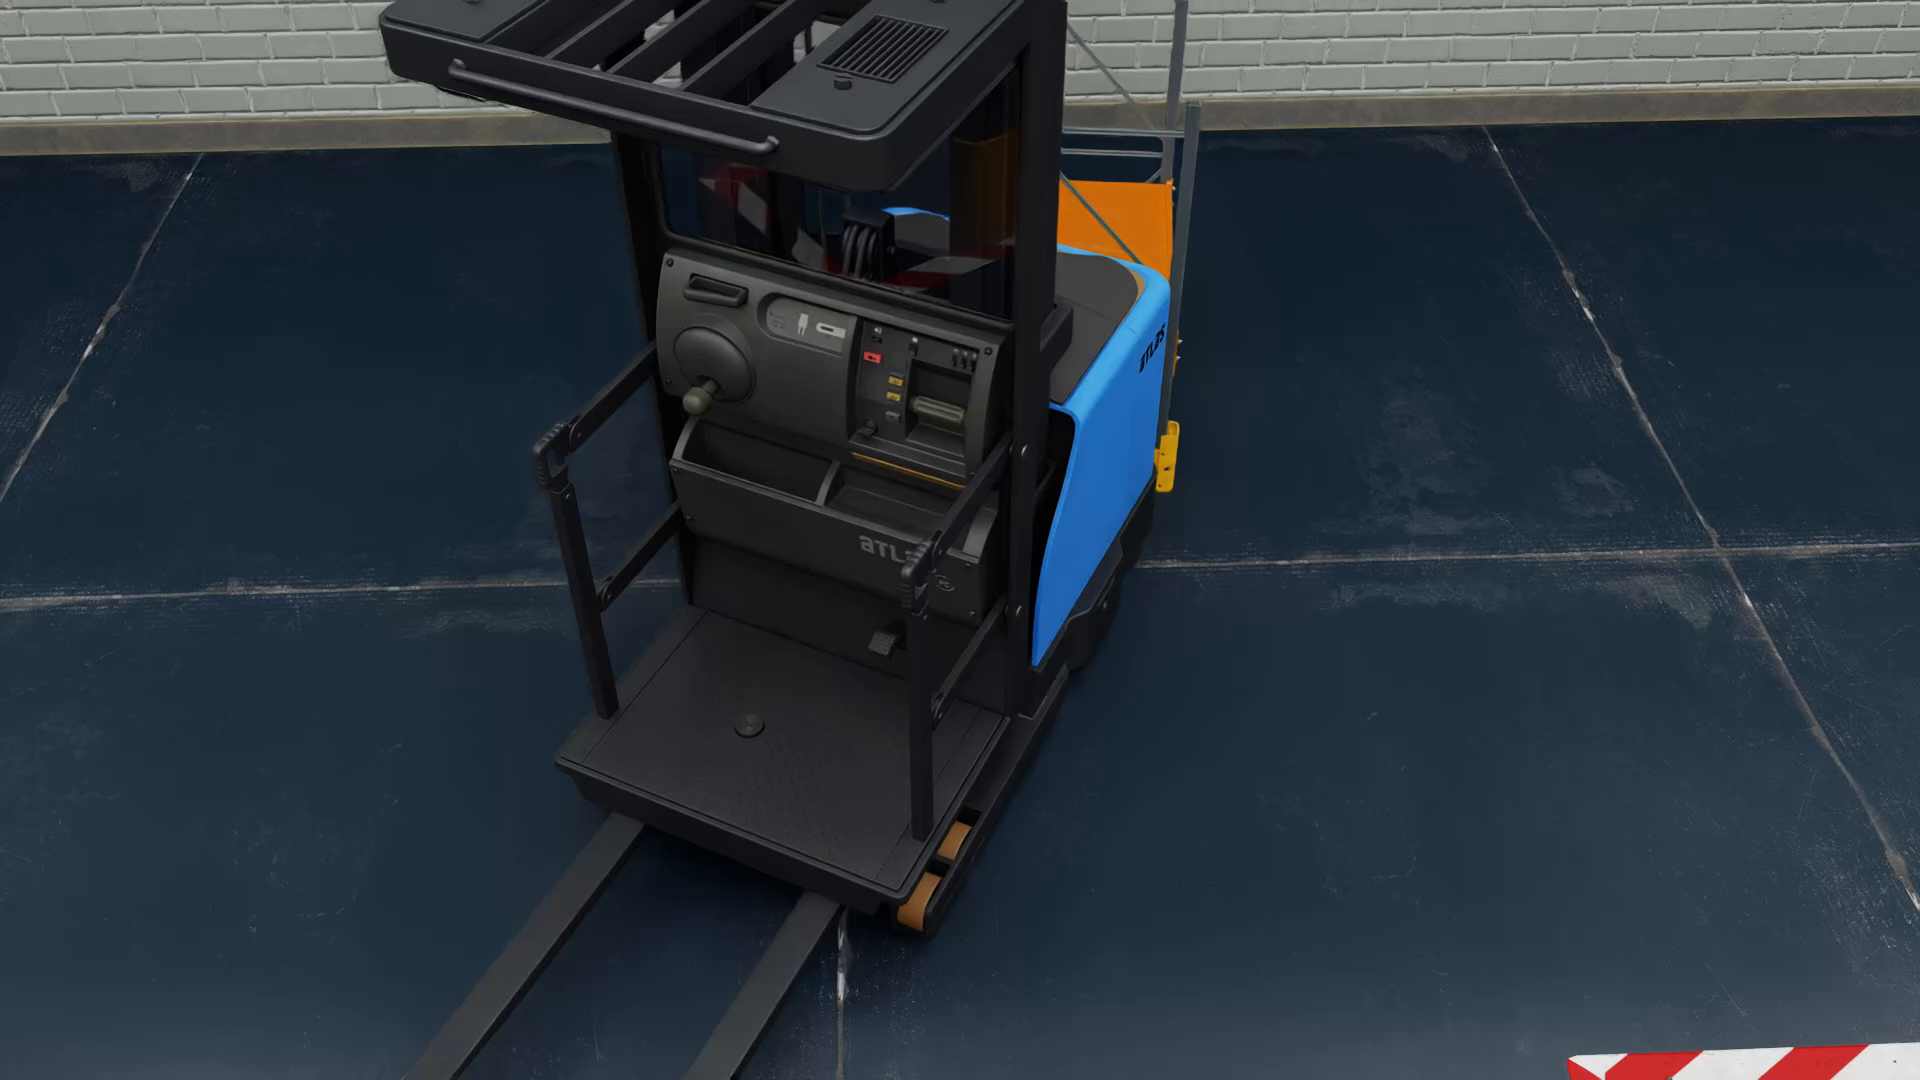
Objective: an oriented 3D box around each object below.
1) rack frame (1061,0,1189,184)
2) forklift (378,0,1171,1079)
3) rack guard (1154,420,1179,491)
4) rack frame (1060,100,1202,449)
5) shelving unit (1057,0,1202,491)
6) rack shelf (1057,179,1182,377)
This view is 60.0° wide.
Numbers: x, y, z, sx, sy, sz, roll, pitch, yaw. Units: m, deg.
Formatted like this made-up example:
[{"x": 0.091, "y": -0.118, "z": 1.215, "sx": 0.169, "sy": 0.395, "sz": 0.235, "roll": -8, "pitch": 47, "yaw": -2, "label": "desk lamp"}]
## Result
[{"x": 0.547, "y": -1.444, "z": 6.216, "sx": 0.500, "sy": 1.500, "sz": 0.032, "roll": 3, "pitch": 43, "yaw": 3, "label": "rack frame"}, {"x": -0.431, "y": -0.349, "z": 3.962, "sx": 1.130, "sy": 2.935, "sz": 3.031, "roll": 18, "pitch": 45, "yaw": 18, "label": "forklift"}, {"x": 0.472, "y": -0.312, "z": 5.905, "sx": 0.587, "sy": 0.250, "sz": 0.087, "roll": 3, "pitch": 43, "yaw": 3, "label": "rack guard"}, {"x": 0.470, "y": -0.759, "z": 5.468, "sx": 0.500, "sy": 1.500, "sz": 0.032, "roll": 3, "pitch": 43, "yaw": 3, "label": "rack frame"}, {"x": 0.510, "y": -1.108, "z": 5.849, "sx": 0.587, "sy": 1.500, "sz": 1.083, "roll": 3, "pitch": 43, "yaw": 3, "label": "shelving unit"}, {"x": 0.509, "y": -0.969, "z": 5.963, "sx": 0.538, "sy": 0.185, "sz": 1.000, "roll": 3, "pitch": 43, "yaw": 3, "label": "rack shelf"}]
